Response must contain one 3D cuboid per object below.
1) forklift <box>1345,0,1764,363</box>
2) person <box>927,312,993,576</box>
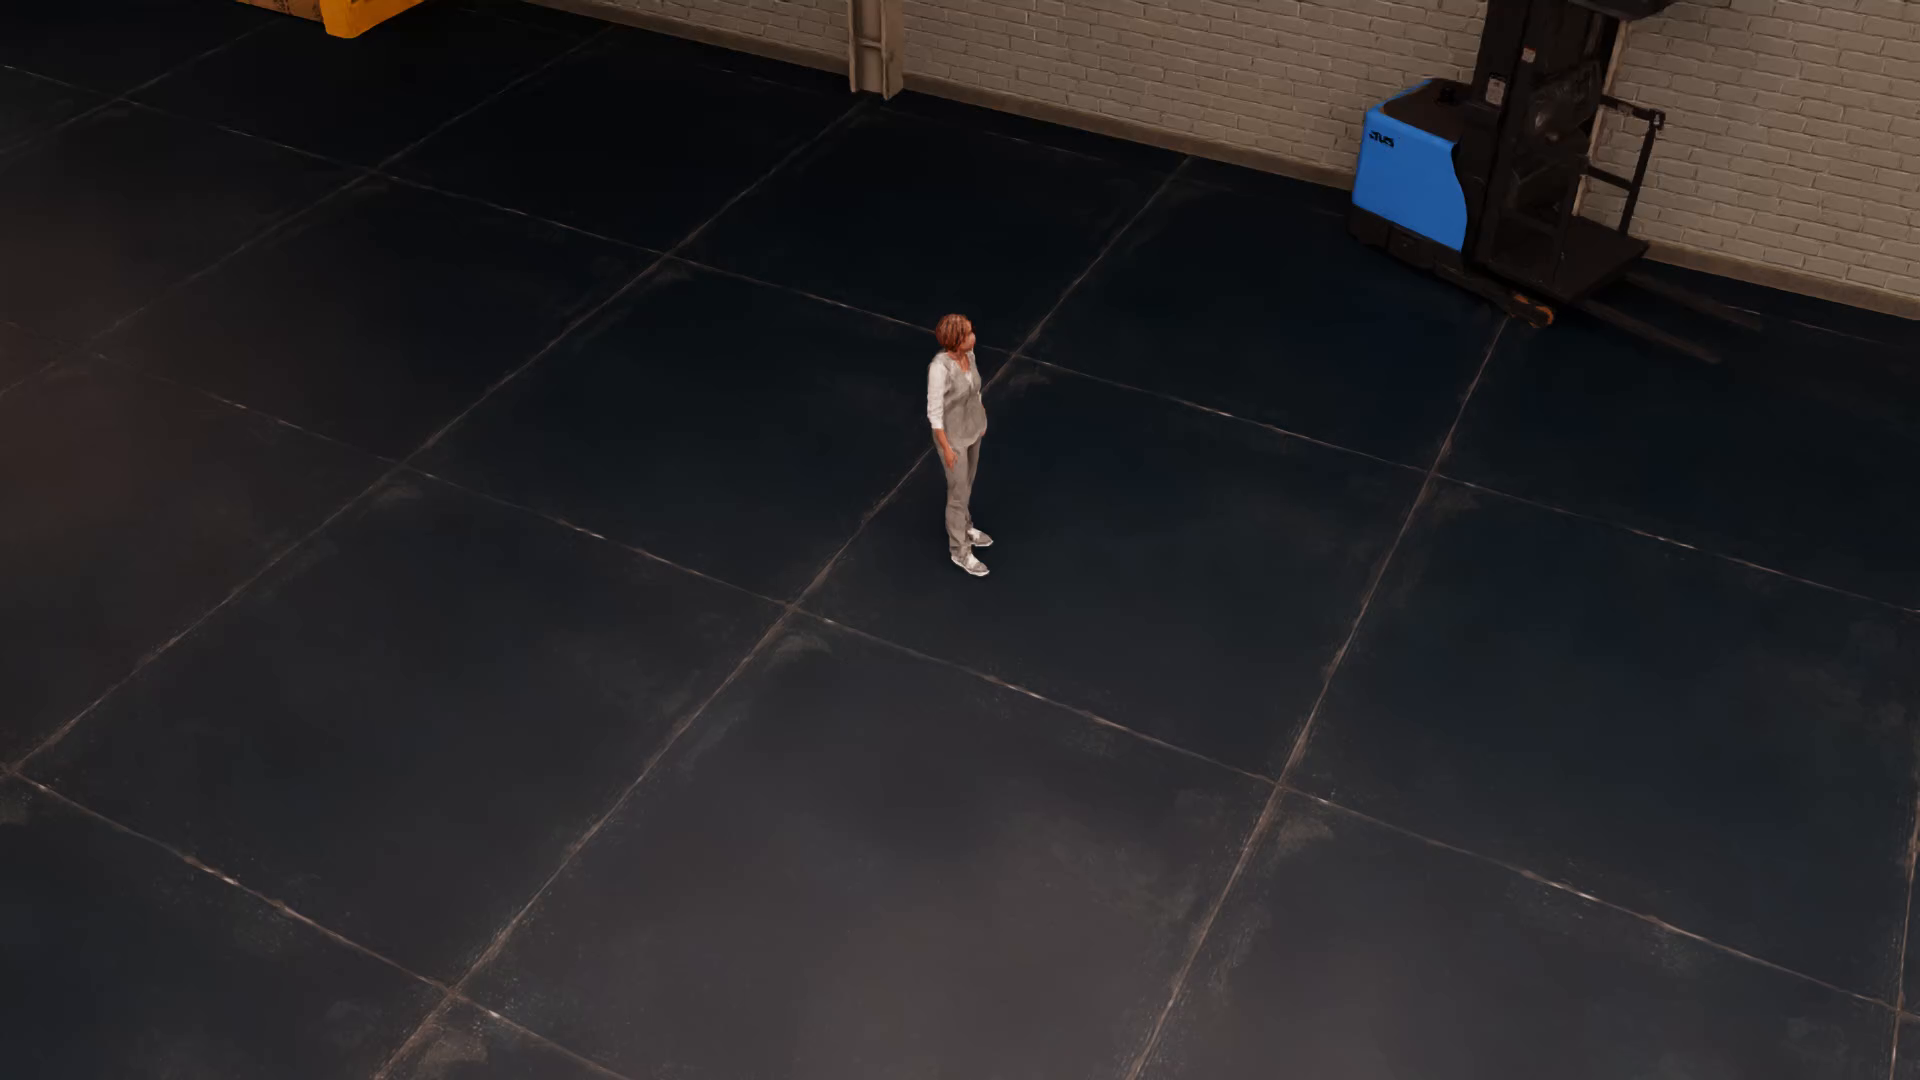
[{"bbox_3d":[4.389,-3.026,11.580,1.130,2.935,3.031,-31,49,-31],"label":"forklift"},{"bbox_3d":[0.059,-0.586,9.707,0.474,1.597,0.521,18,43,21],"label":"person"}]
